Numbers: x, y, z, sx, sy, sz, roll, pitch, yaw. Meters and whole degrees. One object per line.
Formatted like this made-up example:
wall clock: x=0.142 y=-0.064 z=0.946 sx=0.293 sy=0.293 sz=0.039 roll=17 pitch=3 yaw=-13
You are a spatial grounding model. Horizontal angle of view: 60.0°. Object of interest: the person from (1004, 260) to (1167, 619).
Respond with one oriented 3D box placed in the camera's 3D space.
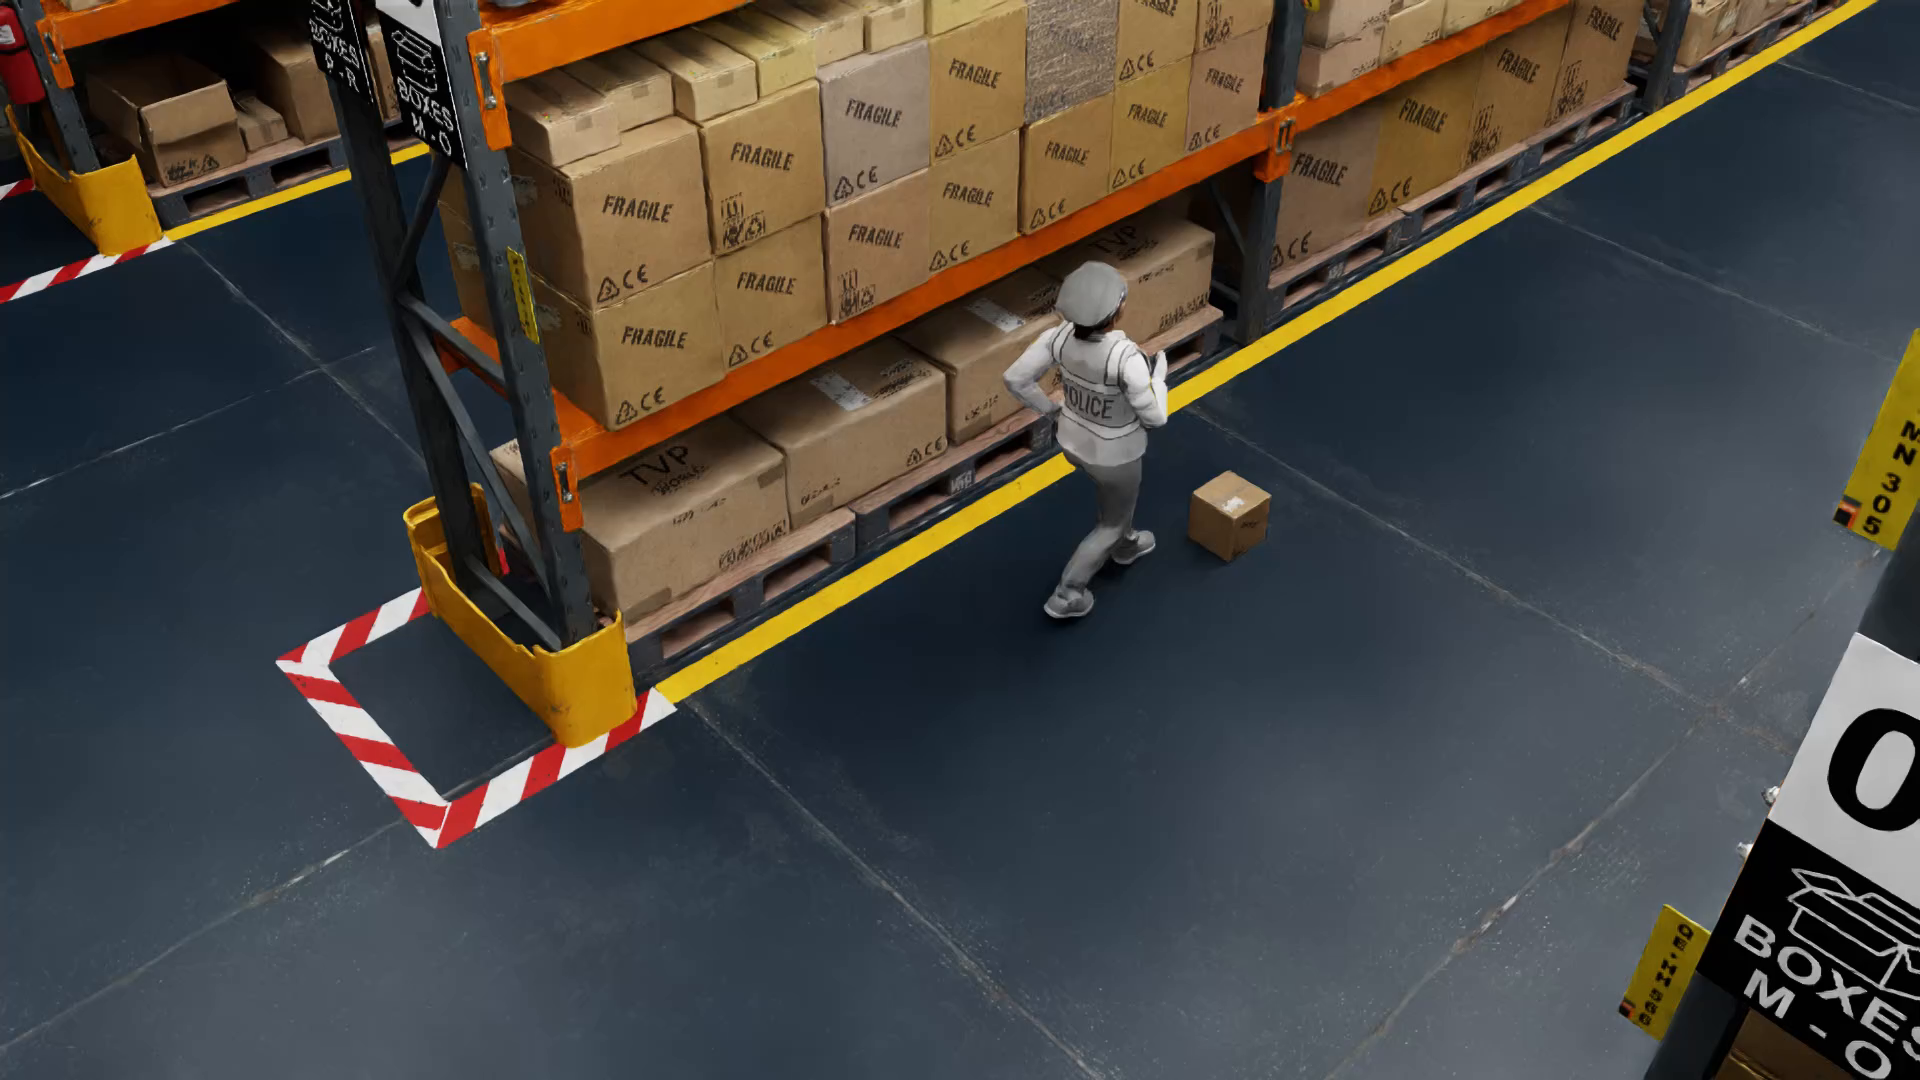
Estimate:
person: x=0.636 y=-0.425 z=6.638 sx=0.790 sy=1.678 sz=0.578 roll=-28 pitch=48 yaw=-29
